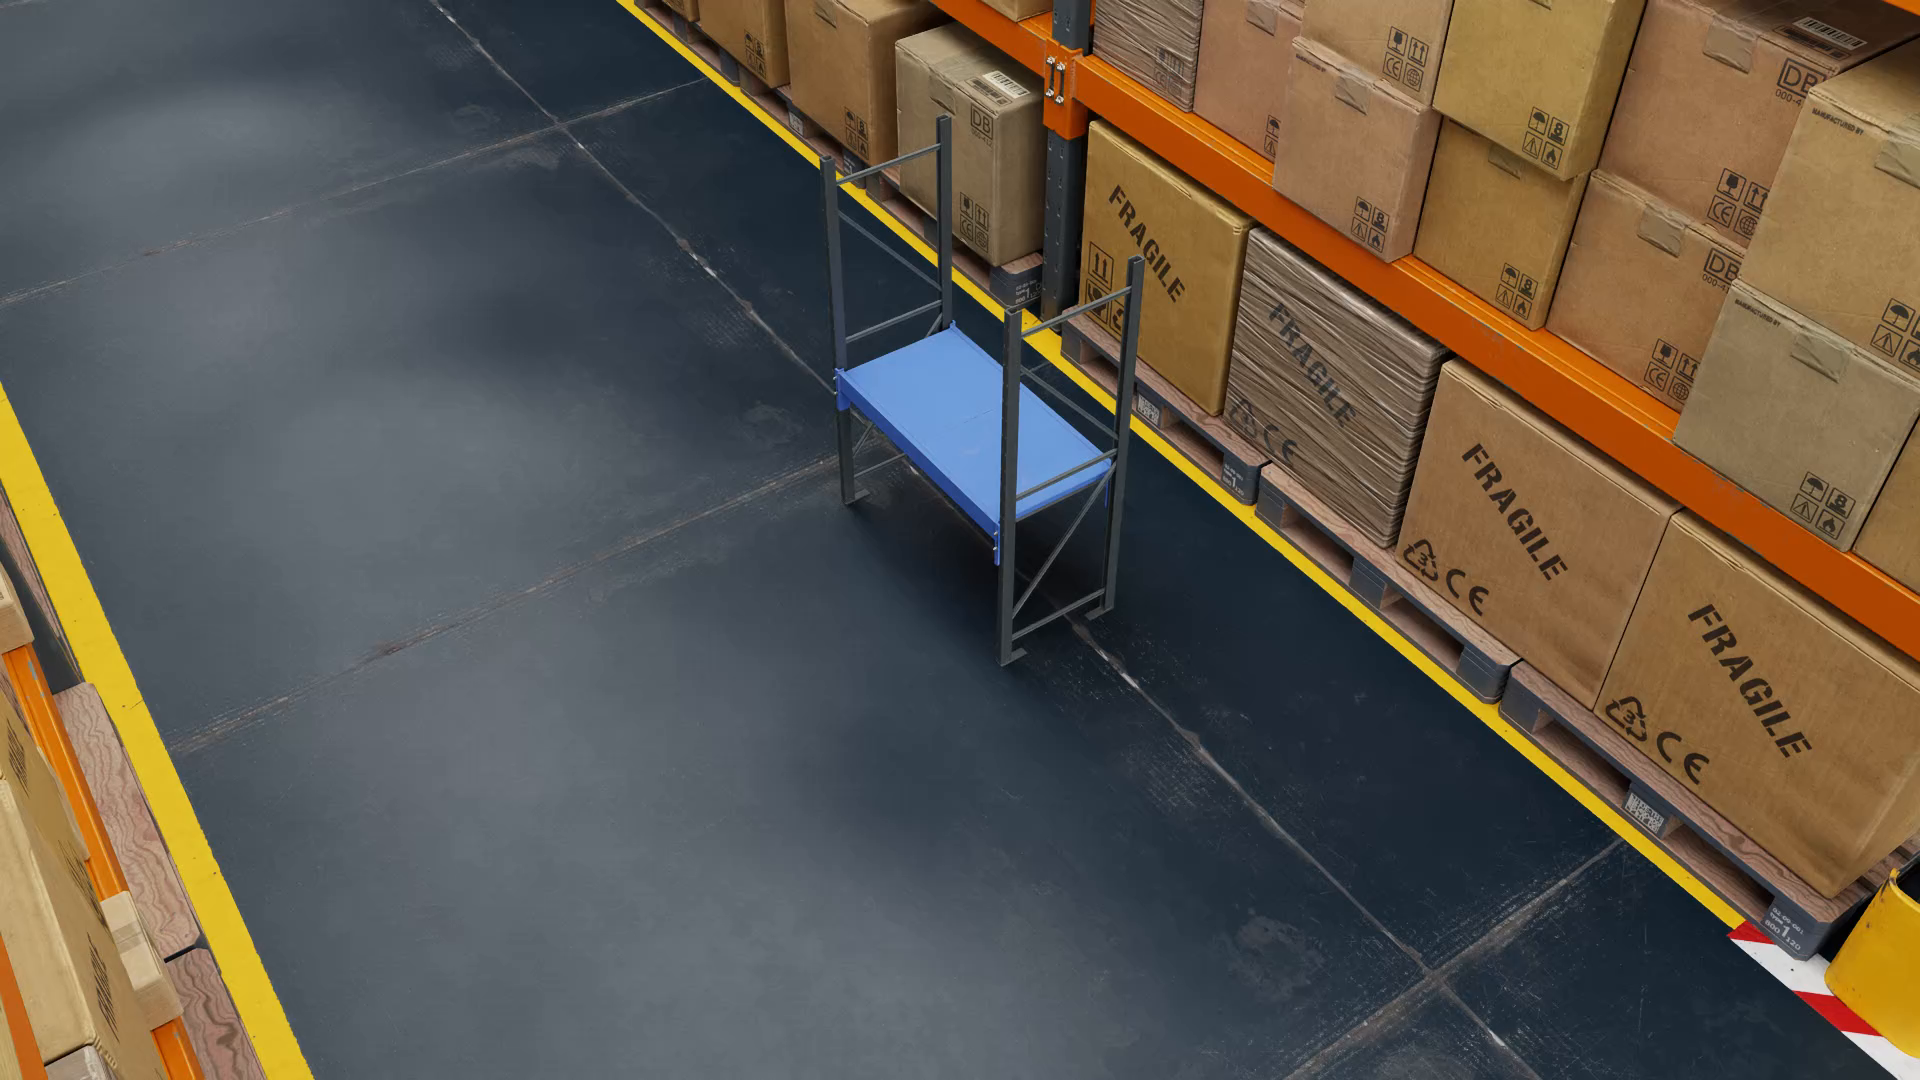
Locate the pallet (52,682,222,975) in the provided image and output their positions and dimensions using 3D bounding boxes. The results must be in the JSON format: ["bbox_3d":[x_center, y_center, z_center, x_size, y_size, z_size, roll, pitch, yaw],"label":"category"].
[{"bbox_3d":[-2.921,1.073,4.973,1.003,0.211,1.213,-26,49,-24],"label":"pallet"}]

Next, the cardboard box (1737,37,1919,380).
[{"bbox_3d":[2.510,-0.884,4.113,0.875,0.550,0.550,-26,49,-24],"label":"cardboard box"}]

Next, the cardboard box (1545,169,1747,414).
[{"bbox_3d":[2.281,-0.855,4.865,0.875,0.550,0.550,-26,49,-24],"label":"cardboard box"}]

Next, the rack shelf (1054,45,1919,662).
[{"bbox_3d":[1.936,-0.811,5.448,1.077,0.370,4.000,-26,49,-24],"label":"rack shelf"}]

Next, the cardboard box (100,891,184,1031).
[{"bbox_3d":[-1.792,0.911,3.306,0.380,0.149,0.250,-26,49,-24],"label":"cardboard box"}]

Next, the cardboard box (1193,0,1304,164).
[{"bbox_3d":[1.346,-1.752,5.804,0.875,0.550,0.550,-26,49,-24],"label":"cardboard box"}]

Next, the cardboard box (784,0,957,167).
[{"bbox_3d":[-0.186,-2.406,7.923,1.050,0.750,0.750,-26,49,-24],"label":"cardboard box"}]

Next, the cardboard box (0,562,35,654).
[{"bbox_3d":[-2.506,0.203,4.047,0.380,0.149,0.250,-26,49,-24],"label":"cardboard box"}]

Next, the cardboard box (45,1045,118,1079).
[{"bbox_3d":[-1.137,1.039,1.978,0.500,0.500,0.500,-26,49,-24],"label":"cardboard box"}]

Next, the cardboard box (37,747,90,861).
[{"bbox_3d":[-2.124,0.650,3.579,0.380,0.149,0.250,-26,49,-24],"label":"cardboard box"}]

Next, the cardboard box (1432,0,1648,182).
[{"bbox_3d":[1.891,-1.504,4.762,0.875,0.550,0.500,-26,49,-24],"label":"cardboard box"}]

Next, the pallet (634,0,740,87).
[{"bbox_3d":[-1.107,-2.985,9.224,1.003,0.211,1.213,-26,49,-24],"label":"pallet"}]

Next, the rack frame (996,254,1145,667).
[{"bbox_3d":[0.340,-0.206,5.380,0.500,1.500,0.032,-26,49,-24],"label":"rack frame"}]

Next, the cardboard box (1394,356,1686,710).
[{"bbox_3d":[2.133,-0.177,5.498,0.875,0.875,0.875,-26,50,-25],"label":"cardboard box"}]

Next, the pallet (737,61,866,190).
[{"bbox_3d":[-0.413,-2.294,8.500,1.003,0.211,1.213,-26,49,-24],"label":"pallet"}]

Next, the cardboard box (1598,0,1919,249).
[{"bbox_3d":[2.301,-1.255,4.502,0.875,0.550,0.550,-26,49,-24],"label":"cardboard box"}]

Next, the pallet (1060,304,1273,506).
[{"bbox_3d":[1.163,-0.734,6.866,1.003,0.211,1.213,-26,49,-24],"label":"pallet"}]

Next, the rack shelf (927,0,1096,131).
[{"bbox_3d":[-0.352,-3.077,7.821,1.077,0.370,4.000,-26,49,-24],"label":"rack shelf"}]

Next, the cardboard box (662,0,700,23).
[{"bbox_3d":[-1.222,-3.427,8.993,1.050,0.750,0.750,-26,50,-25],"label":"cardboard box"}]

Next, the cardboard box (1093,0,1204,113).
[{"bbox_3d":[1.013,-2.054,6.121,0.875,0.550,0.550,-26,49,-24],"label":"cardboard box"}]

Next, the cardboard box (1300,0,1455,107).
[{"bbox_3d":[1.581,-1.801,5.073,0.875,0.550,0.550,-26,49,-24],"label":"cardboard box"}]

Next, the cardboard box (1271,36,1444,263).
[{"bbox_3d":[1.558,-1.399,5.435,0.875,0.550,0.550,-26,49,-24],"label":"cardboard box"}]

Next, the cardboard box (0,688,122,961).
[{"bbox_3d":[-1.704,0.470,2.573,0.500,0.500,0.500,-26,49,-24],"label":"cardboard box"}]

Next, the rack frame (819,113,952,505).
[{"bbox_3d":[-0.242,-0.782,5.983,0.500,1.500,0.032,-26,49,-24],"label":"rack frame"}]

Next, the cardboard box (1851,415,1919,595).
[{"bbox_3d":[2.831,-0.185,4.163,0.875,0.550,0.550,-26,49,-24],"label":"cardboard box"}]

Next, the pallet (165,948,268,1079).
[{"bbox_3d":[-2.219,1.765,4.249,1.003,0.211,1.213,-26,49,-24],"label":"pallet"}]

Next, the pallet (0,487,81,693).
[{"bbox_3d":[-3.781,0.266,5.818,1.003,0.211,1.213,-26,49,-24],"label":"pallet"}]

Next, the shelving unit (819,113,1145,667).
[{"bbox_3d":[0.049,-0.494,5.682,0.538,1.500,1.048,-26,49,-24],"label":"shelving unit"}]

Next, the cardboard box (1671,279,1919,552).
[{"bbox_3d":[2.498,-0.488,4.480,0.875,0.550,0.550,-26,49,-24],"label":"cardboard box"}]

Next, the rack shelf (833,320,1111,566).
[{"bbox_3d":[0.049,-0.364,5.806,0.538,0.185,1.000,-26,49,-24],"label":"rack shelf"}]

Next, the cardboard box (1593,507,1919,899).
[{"bbox_3d":[2.638,0.320,4.977,0.875,0.875,0.875,-25,49,-24],"label":"cardboard box"}]

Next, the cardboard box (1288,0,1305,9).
[{"bbox_3d":[1.385,-2.161,5.451,0.875,0.550,0.550,-26,49,-24],"label":"cardboard box"}]

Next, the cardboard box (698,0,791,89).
[{"bbox_3d":[-0.719,-2.933,8.476,1.050,0.750,0.750,-25,49,-24],"label":"cardboard box"}]

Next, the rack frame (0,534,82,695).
[{"bbox_3d":[-3.334,-0.302,4.394,1.000,3.000,0.127,-26,49,-24],"label":"rack frame"}]

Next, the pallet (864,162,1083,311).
[{"bbox_3d":[0.289,-1.603,7.776,1.003,0.211,1.213,-26,49,-24],"label":"pallet"}]

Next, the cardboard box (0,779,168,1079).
[{"bbox_3d":[-1.417,0.753,2.277,0.500,0.500,0.500,-26,49,-24],"label":"cardboard box"}]

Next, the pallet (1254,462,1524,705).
[{"bbox_3d":[1.865,-0.042,6.141,1.003,0.211,1.213,-26,49,-24],"label":"pallet"}]

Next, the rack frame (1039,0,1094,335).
[{"bbox_3d":[0.792,-2.204,6.387,1.000,3.000,0.127,-26,49,-24],"label":"rack frame"}]

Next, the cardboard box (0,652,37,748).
[{"bbox_3d":[-1.995,0.190,2.867,0.500,0.500,0.500,-26,49,-24],"label":"cardboard box"}]

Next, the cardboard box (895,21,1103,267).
[{"bbox_3d":[0.363,-1.858,7.349,1.050,0.750,0.750,-26,49,-25],"label":"cardboard box"}]

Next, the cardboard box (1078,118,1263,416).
[{"bbox_3d":[1.094,-1.204,6.573,0.875,0.875,0.875,-25,49,-24],"label":"cardboard box"}]

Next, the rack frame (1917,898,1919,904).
[{"bbox_3d":[3.080,0.061,4.013,1.000,3.000,0.127,-26,49,-24],"label":"rack frame"}]

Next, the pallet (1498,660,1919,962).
[{"bbox_3d":[2.559,0.648,5.418,1.003,0.211,1.213,-26,49,-24],"label":"pallet"}]

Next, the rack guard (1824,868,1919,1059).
[{"bbox_3d":[3.094,0.979,4.862,1.175,0.500,0.348,-26,49,-24],"label":"rack guard"}]

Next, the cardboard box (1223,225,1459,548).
[{"bbox_3d":[1.613,-0.695,6.040,0.875,0.875,0.875,-25,49,-24],"label":"cardboard box"}]

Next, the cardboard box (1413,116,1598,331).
[{"bbox_3d":[1.944,-1.139,5.162,0.875,0.550,0.500,-26,49,-24],"label":"cardboard box"}]

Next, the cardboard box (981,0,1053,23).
[{"bbox_3d":[0.274,-2.430,6.551,0.500,0.500,0.500,-26,49,-25],"label":"cardboard box"}]
